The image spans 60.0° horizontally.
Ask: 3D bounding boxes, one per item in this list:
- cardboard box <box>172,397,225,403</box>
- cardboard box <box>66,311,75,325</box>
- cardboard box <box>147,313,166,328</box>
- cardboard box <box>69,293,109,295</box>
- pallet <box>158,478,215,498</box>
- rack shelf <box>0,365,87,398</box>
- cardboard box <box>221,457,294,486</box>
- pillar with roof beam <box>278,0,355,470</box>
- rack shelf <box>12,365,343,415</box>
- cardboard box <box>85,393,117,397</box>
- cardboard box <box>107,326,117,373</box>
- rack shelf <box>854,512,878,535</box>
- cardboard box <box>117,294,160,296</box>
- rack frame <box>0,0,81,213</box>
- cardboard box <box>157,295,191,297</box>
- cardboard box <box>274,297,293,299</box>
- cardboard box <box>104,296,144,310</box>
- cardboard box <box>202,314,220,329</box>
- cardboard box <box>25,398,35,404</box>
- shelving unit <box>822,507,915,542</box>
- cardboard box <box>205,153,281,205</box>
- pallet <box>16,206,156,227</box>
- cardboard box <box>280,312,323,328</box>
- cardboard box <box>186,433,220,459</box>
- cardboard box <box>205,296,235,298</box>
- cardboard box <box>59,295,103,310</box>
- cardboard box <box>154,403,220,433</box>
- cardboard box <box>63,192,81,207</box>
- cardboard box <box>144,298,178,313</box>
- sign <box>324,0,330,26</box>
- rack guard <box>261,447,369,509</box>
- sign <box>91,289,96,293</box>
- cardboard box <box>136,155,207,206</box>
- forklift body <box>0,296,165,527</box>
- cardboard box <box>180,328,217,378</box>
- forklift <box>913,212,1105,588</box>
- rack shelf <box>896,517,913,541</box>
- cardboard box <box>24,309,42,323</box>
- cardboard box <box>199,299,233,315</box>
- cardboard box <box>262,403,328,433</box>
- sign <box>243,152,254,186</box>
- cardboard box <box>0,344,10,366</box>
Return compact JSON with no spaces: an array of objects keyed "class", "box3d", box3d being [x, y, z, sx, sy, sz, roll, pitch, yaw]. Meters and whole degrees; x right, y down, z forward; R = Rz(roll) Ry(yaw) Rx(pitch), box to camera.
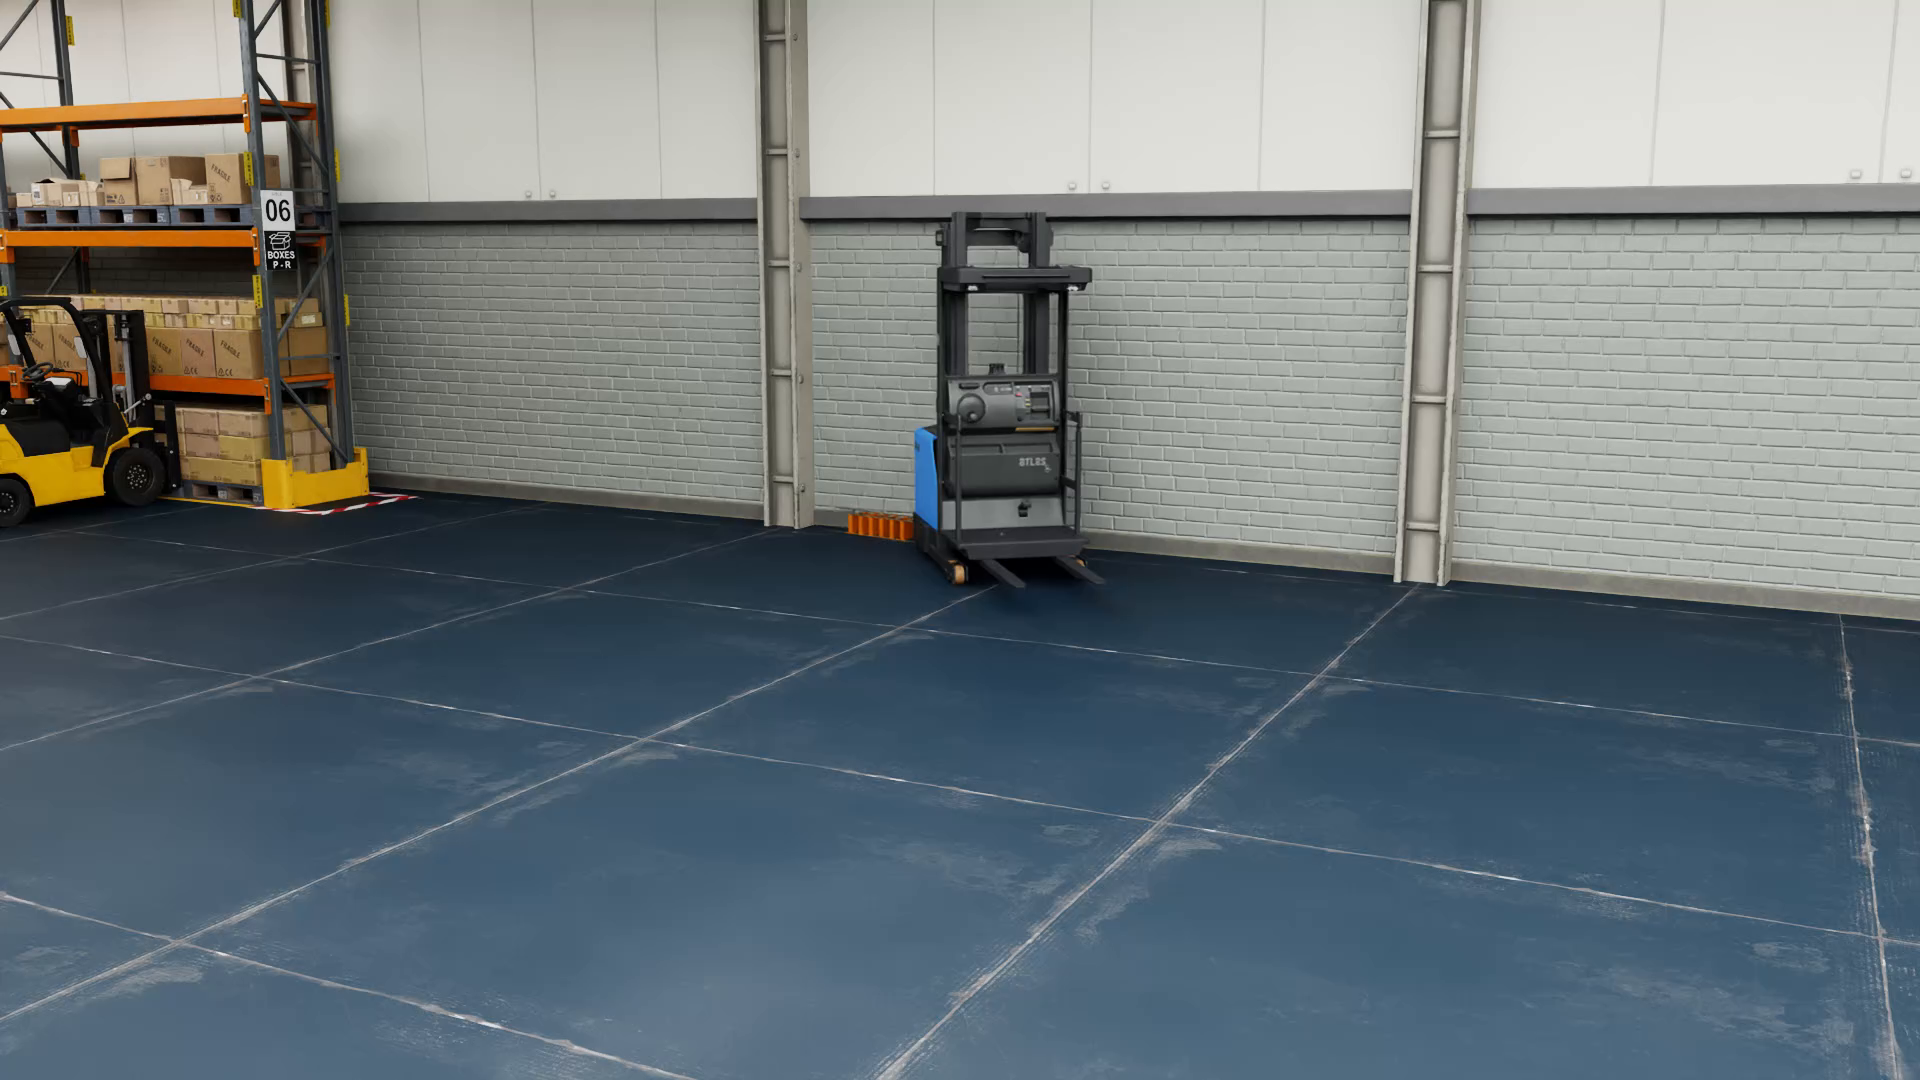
[{"class":"cardboard box","box3d":[-8.496,-1.431,18.468,0.500,0.250,0.500,5,11,25]},{"class":"cardboard box","box3d":[-9.549,-2.445,18.234,0.250,0.149,0.380,5,12,27]},{"class":"cardboard box","box3d":[-8.395,-2.344,17.677,0.250,0.149,0.380,5,11,26]},{"class":"cardboard box","box3d":[-9.966,-2.749,19.079,0.250,0.149,0.380,5,11,26]},{"class":"pallet","box3d":[-8.593,-0.674,18.379,1.213,0.211,1.003,5,11,26]},{"class":"rack shelf","box3d":[-12.180,-2.015,19.979,4.000,0.370,1.077,5,11,26]},{"class":"cardboard box","box3d":[-7.360,-0.736,17.436,0.500,0.250,0.500,5,11,26]},{"class":"pillar with roof beam","box3d":[-8.930,-4.359,14.068,0.400,9.000,9.100,5,11,26]},{"class":"rack shelf","box3d":[-8.593,-1.699,18.238,4.000,0.370,1.077,5,11,26]},{"class":"cardboard box","box3d":[-9.859,-1.549,19.119,0.500,0.250,0.500,5,12,27]},{"class":"cardboard box","box3d":[-9.175,-2.105,18.180,0.500,0.500,0.500,5,11,25]},{"class":"rack shelf","box3d":[-0.876,-0.158,15.567,0.103,0.180,0.258,7,13,34]},{"class":"cardboard box","box3d":[-9.264,-2.694,18.776,0.250,0.149,0.380,5,11,25]},{"class":"rack frame","box3d":[-10.386,-5.163,18.510,0.127,3.000,1.000,5,11,26]},{"class":"cardboard box","box3d":[-8.619,-2.618,18.355,0.250,0.149,0.380,5,12,27]},{"class":"cardboard box","box3d":[-7.217,-2.502,17.715,0.250,0.149,0.380,5,12,28]},{"class":"cardboard box","box3d":[-9.041,-2.564,18.060,0.250,0.149,0.380,5,11,26]},{"class":"cardboard box","box3d":[-7.682,-2.292,17.392,0.250,0.149,0.380,5,12,27]},{"class":"cardboard box","box3d":[-10.091,-1.468,18.675,0.500,0.250,0.500,5,11,25]},{"class":"shelving unit","box3d":[-0.741,-0.140,15.475,1.200,0.189,0.258,7,13,34]},{"class":"cardboard box","box3d":[-7.304,-3.673,16.958,0.500,0.500,0.500,5,12,28]},{"class":"pallet","box3d":[-9.610,-3.580,18.436,1.213,0.211,1.003,5,11,26]},{"class":"cardboard box","box3d":[-6.988,-2.332,17.613,0.250,0.149,0.380,5,11,24]},{"class":"cardboard box","box3d":[-7.819,-1.025,17.630,0.500,0.250,0.500,5,11,25]},{"class":"cardboard box","box3d":[-7.931,-2.554,18.004,0.250,0.149,0.380,5,12,28]},{"class":"cardboard box","box3d":[-9.725,-2.628,18.413,0.250,0.149,0.380,5,11,25]},{"class":"cardboard box","box3d":[-8.267,-1.305,17.774,0.500,0.250,0.500,5,11,27]},{"class":"cardboard box","box3d":[-9.429,-3.675,17.955,0.250,0.149,0.380,5,12,28]},{"class":"cardboard box","box3d":[-8.402,-2.490,17.647,0.250,0.149,0.380,5,12,27]},{"class":"sign","box3d":[-6.548,-5.474,17.158,0.005,0.325,0.100,5,11,26]},{"class":"rack guard","box3d":[-6.778,-0.664,17.515,0.348,0.500,1.175,5,11,26]},{"class":"sign","box3d":[-10.142,-2.765,19.451,0.005,0.325,0.100,5,11,26]},{"class":"cardboard box","box3d":[-8.178,-3.770,17.492,0.500,0.500,0.700,5,11,26]},{"class":"forklift body","box3d":[-9.307,-1.336,16.594,1.214,2.155,2.313,5,11,26]},{"class":"cardboard box","box3d":[-7.818,-1.984,17.510,0.500,0.500,0.500,5,12,28]},{"class":"forklift","box3d":[0.408,-1.156,13.410,1.130,2.935,3.031,-2,11,-13]},{"class":"rack shelf","box3d":[-0.482,-0.107,15.299,0.103,0.180,0.258,7,13,34]},{"class":"cardboard box","box3d":[-10.217,-2.512,18.607,0.250,0.149,0.380,5,11,25]},{"class":"cardboard box","box3d":[-7.695,-2.436,17.349,0.250,0.149,0.380,5,12,27]},{"class":"cardboard box","box3d":[-7.146,-1.310,17.797,0.500,0.250,0.500,5,11,25]},{"class":"sign","box3d":[-7.052,-3.683,16.491,0.005,0.325,0.100,5,11,26]},{"class":"cardboard box","box3d":[-10.954,-2.135,19.046,0.500,0.250,0.500,5,12,27]}]
